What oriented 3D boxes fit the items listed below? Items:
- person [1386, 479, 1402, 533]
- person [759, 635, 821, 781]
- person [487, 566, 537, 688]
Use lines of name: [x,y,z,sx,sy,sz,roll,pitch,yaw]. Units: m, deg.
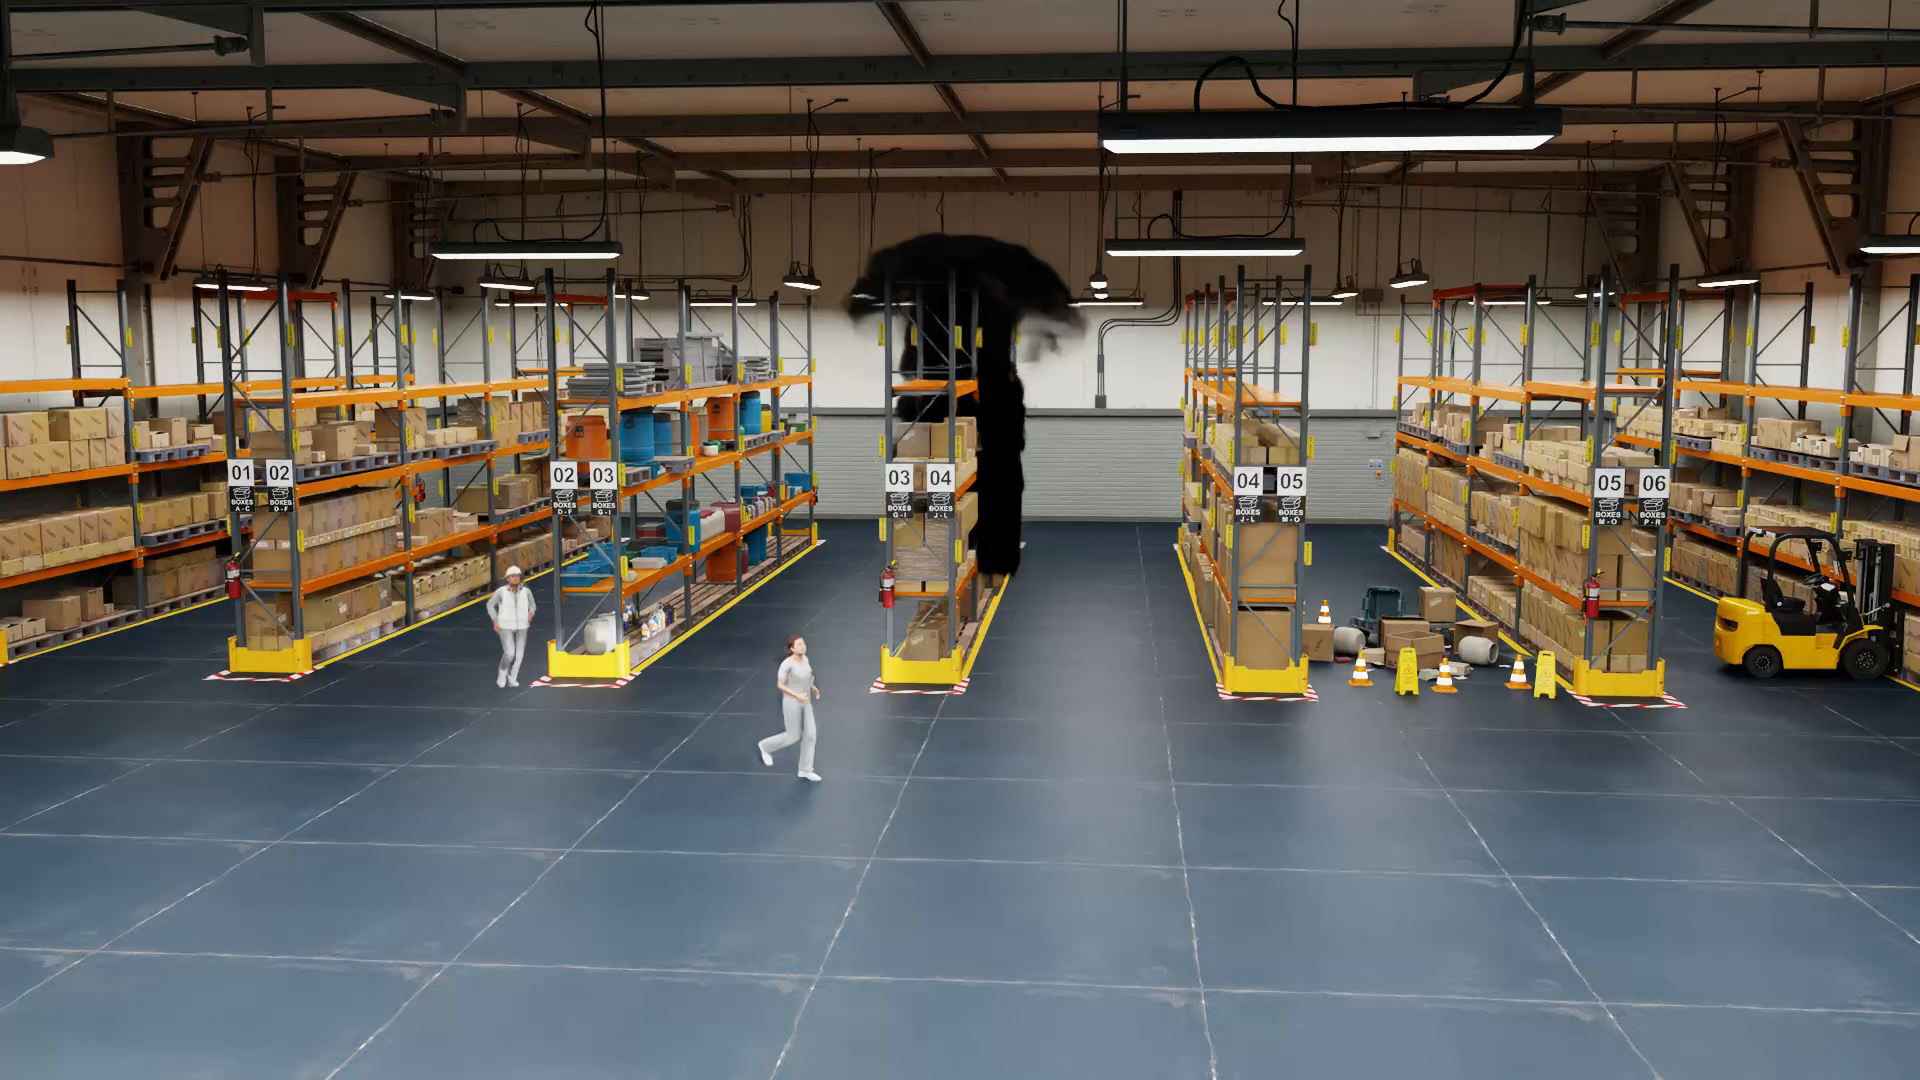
person: [10.620,-0.700,40.441,0.542,1.607,0.624,4,8,28]
person: [-1.909,1.896,19.029,0.808,1.661,0.557,5,8,35]
person: [-6.299,1.236,23.541,0.662,1.735,0.626,-4,8,-32]
